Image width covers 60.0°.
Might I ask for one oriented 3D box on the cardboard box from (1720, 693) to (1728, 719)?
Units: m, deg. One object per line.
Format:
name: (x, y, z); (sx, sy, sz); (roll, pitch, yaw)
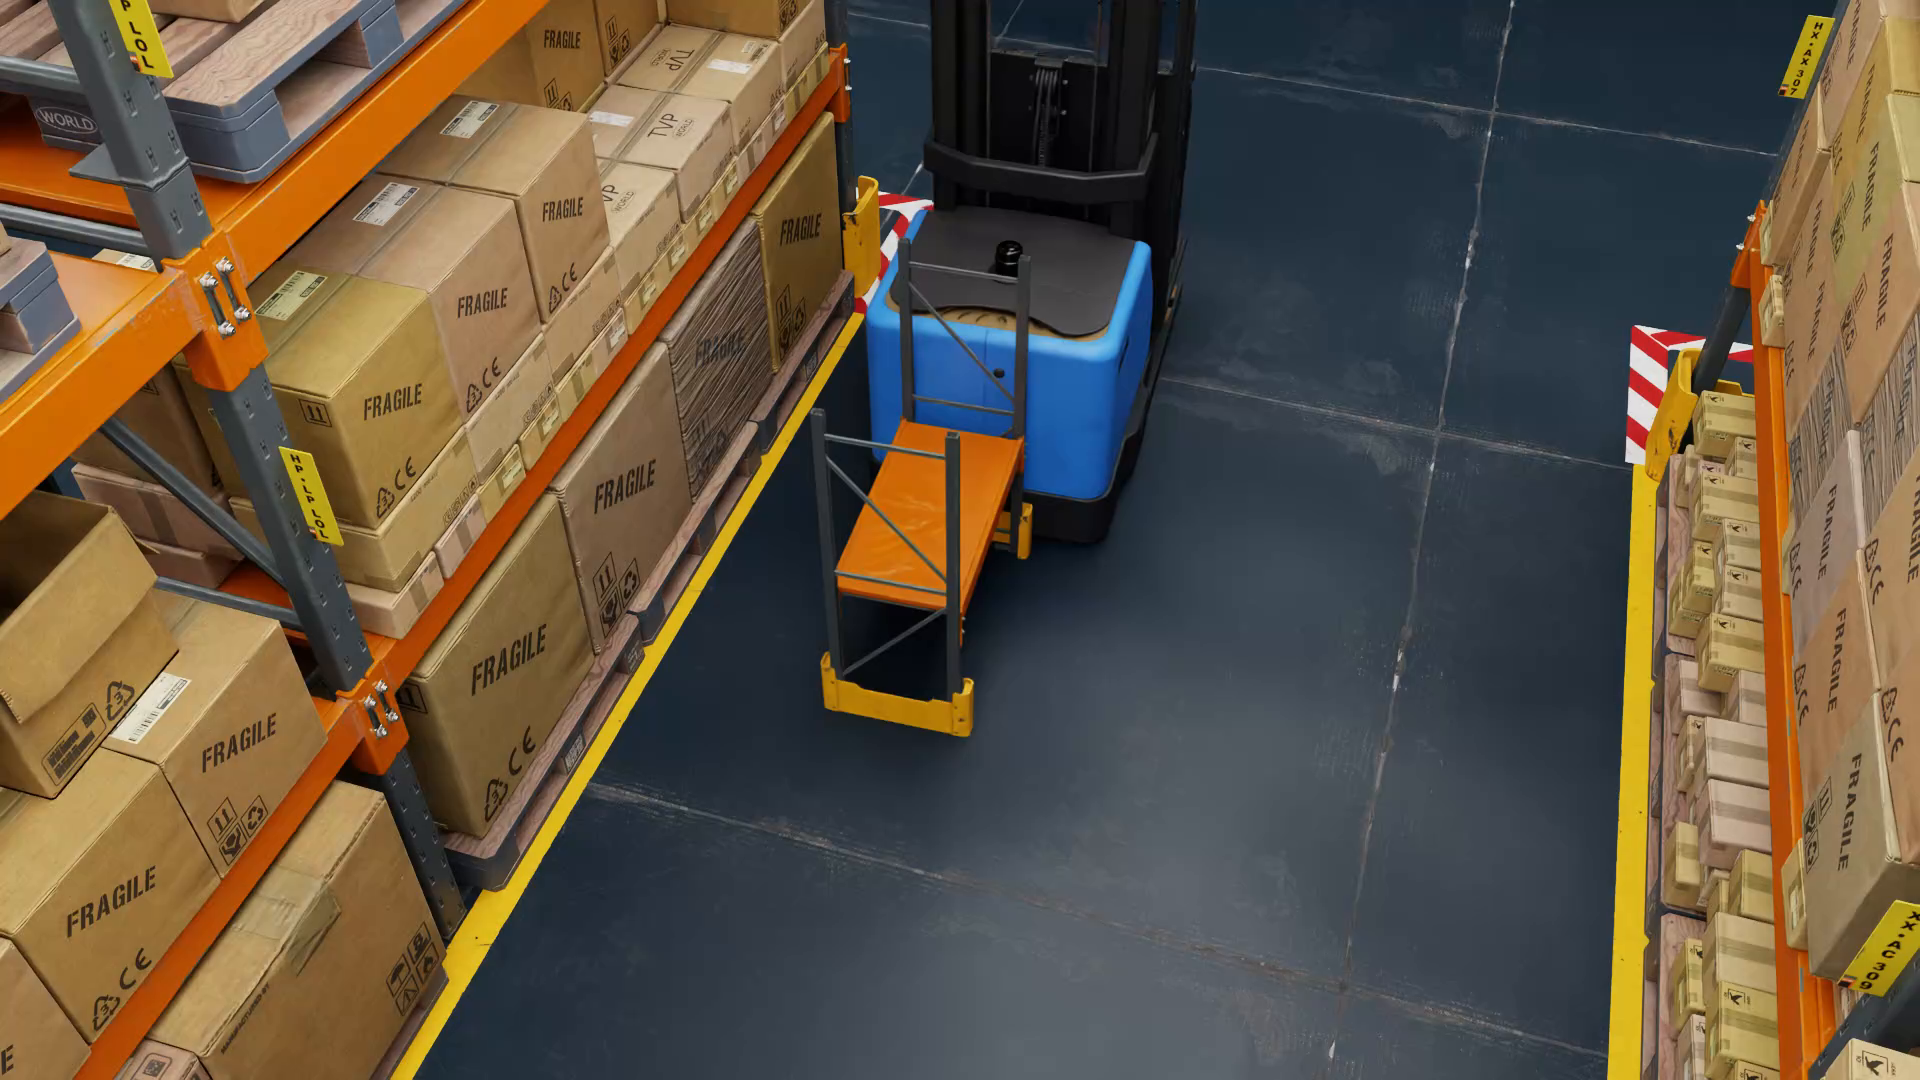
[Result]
cardboard box: (2.948, 0.561, 5.956); (0.380, 0.149, 0.250); (15, 46, 15)

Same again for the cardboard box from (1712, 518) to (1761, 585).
cardboard box: (3.045, 0.083, 6.232); (0.380, 0.149, 0.250); (10, 45, 11)

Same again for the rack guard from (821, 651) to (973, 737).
rack guard: (-0.239, 0.590, 6.367); (0.587, 0.250, 0.087); (10, 45, 10)

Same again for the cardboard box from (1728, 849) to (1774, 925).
cardboard box: (2.601, 1.145, 5.147); (0.380, 0.149, 0.250); (14, 46, 14)

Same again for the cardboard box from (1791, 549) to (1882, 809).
cardboard box: (2.515, 0.413, 4.298); (0.500, 0.500, 0.500); (11, 46, 11)

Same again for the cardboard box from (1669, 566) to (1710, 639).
cardboard box: (2.976, 0.273, 6.463); (0.380, 0.149, 0.250); (13, 46, 13)

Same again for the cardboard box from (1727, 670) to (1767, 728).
cardboard box: (2.844, 0.620, 5.684); (0.380, 0.149, 0.250); (13, 46, 13)

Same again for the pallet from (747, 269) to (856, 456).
pallet: (-1.173, -0.955, 7.974); (1.003, 0.211, 1.213); (13, 46, 13)

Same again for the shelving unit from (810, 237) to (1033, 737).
shelving unit: (-0.113, -0.193, 6.274); (0.587, 1.500, 1.083); (10, 45, 10)

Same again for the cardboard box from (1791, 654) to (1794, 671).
cardboard box: (2.611, 0.419, 4.756); (0.380, 0.149, 0.250); (11, 45, 11)

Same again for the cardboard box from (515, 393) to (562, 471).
cardboard box: (-1.573, -0.398, 5.591); (0.380, 0.149, 0.250); (11, 46, 11)

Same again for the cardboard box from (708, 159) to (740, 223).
cardboard box: (-1.107, -1.423, 6.638); (0.380, 0.149, 0.250); (12, 46, 12)

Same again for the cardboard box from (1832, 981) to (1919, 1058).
cardboard box: (2.343, 1.133, 4.026); (0.380, 0.149, 0.250); (12, 46, 12)

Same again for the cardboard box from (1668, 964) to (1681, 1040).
cardboard box: (2.451, 1.473, 5.237); (0.380, 0.149, 0.250); (11, 45, 11)

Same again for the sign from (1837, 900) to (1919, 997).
sign: (1.960, 0.864, 3.502); (0.100, 0.325, 0.005); (13, 46, 13)

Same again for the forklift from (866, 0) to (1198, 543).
forklift: (0.481, -2.084, 7.183); (1.130, 2.935, 3.031); (10, 45, 10)

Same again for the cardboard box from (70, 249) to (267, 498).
cardboard box: (-2.332, -0.519, 4.893); (0.500, 0.500, 0.500); (14, 46, 14)

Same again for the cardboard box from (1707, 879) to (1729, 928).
cardboard box: (2.576, 1.257, 5.245); (0.380, 0.149, 0.250); (13, 46, 13)

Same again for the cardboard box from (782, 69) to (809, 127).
cardboard box: (-0.876, -1.930, 7.157); (0.380, 0.149, 0.250); (13, 46, 13)

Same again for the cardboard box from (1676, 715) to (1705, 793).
cardboard box: (2.772, 0.801, 5.924); (0.380, 0.149, 0.250); (13, 46, 13)

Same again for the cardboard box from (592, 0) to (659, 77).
cardboard box: (-1.559, -2.226, 6.637); (0.500, 0.500, 0.500); (12, 46, 12)

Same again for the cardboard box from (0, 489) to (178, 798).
cardboard box: (-2.402, 0.199, 4.013); (0.797, 0.503, 0.637); (11, 46, 11)

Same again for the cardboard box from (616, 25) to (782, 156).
cardboard box: (-1.053, -1.836, 6.776); (0.500, 0.250, 0.500); (12, 46, 12)

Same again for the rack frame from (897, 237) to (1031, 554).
rack frame: (0.014, -0.531, 6.619); (0.500, 1.500, 0.032); (10, 45, 10)

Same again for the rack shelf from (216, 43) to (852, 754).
rack shelf: (-1.611, -0.911, 6.449); (1.077, 0.370, 4.000); (13, 46, 13)

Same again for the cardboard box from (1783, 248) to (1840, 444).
cardboard box: (2.994, -0.598, 5.332); (0.500, 0.500, 0.500); (13, 46, 13)

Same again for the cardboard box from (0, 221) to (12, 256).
cardboard box: (-2.383, -0.704, 3.207); (0.700, 0.500, 0.500); (14, 46, 13)

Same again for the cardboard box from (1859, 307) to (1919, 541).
cardboard box: (2.684, -0.271, 4.282); (0.500, 0.500, 0.500); (14, 46, 14)

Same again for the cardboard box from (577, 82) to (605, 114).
cardboard box: (-1.715, -1.609, 6.543); (0.500, 0.250, 0.500); (11, 45, 11)

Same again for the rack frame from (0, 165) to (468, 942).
rack frame: (-2.217, 0.165, 4.835); (1.000, 3.000, 0.127); (13, 46, 13)

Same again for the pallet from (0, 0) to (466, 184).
pallet: (-1.959, -1.418, 4.372); (1.003, 0.211, 1.213); (13, 46, 13)

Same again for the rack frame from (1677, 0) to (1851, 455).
rack frame: (3.691, -1.383, 6.418); (1.000, 3.000, 0.127); (13, 46, 13)

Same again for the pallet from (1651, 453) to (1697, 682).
pallet: (3.388, 0.198, 6.795); (1.003, 0.211, 1.213); (13, 46, 13)

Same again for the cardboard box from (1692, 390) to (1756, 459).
cardboard box: (3.209, -0.450, 6.776); (0.380, 0.149, 0.250); (11, 45, 11)

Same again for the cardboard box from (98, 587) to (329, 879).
cardboard box: (-2.098, 0.499, 4.423); (0.500, 0.500, 0.500); (13, 46, 13)

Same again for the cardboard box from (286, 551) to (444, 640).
cardboard box: (-1.810, 0.128, 5.053); (0.380, 0.149, 0.250); (13, 46, 13)

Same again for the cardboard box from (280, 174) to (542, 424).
cardboard box: (-1.671, -0.747, 5.126); (0.500, 0.500, 0.500); (13, 46, 13)

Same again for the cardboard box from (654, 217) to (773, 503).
cardboard box: (-1.398, -0.842, 7.083); (0.875, 0.875, 0.875); (13, 46, 13)

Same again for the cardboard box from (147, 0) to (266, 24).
cardboard box: (-2.037, -1.663, 4.116); (0.700, 0.500, 0.500); (10, 45, 10)

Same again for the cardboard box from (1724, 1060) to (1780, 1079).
cardboard box: (2.339, 1.647, 4.634); (0.380, 0.149, 0.250); (14, 46, 14)

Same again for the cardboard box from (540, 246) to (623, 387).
cardboard box: (-1.518, -0.822, 5.739); (0.500, 0.250, 0.500); (14, 46, 13)

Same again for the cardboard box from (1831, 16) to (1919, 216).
cardboard box: (3.155, -1.302, 5.336); (0.500, 0.500, 0.500); (14, 46, 14)

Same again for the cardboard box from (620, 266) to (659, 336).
cardboard box: (-1.340, -0.911, 6.115); (0.380, 0.149, 0.250); (11, 46, 11)

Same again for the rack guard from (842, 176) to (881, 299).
rack guard: (-0.998, -1.624, 8.451); (1.175, 0.500, 0.348); (13, 46, 13)

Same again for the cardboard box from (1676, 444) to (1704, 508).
cardboard box: (3.227, -0.233, 6.980); (0.380, 0.149, 0.250); (13, 46, 13)

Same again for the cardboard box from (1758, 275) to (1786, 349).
cardboard box: (3.111, -0.800, 6.002); (0.380, 0.149, 0.250); (11, 46, 11)
